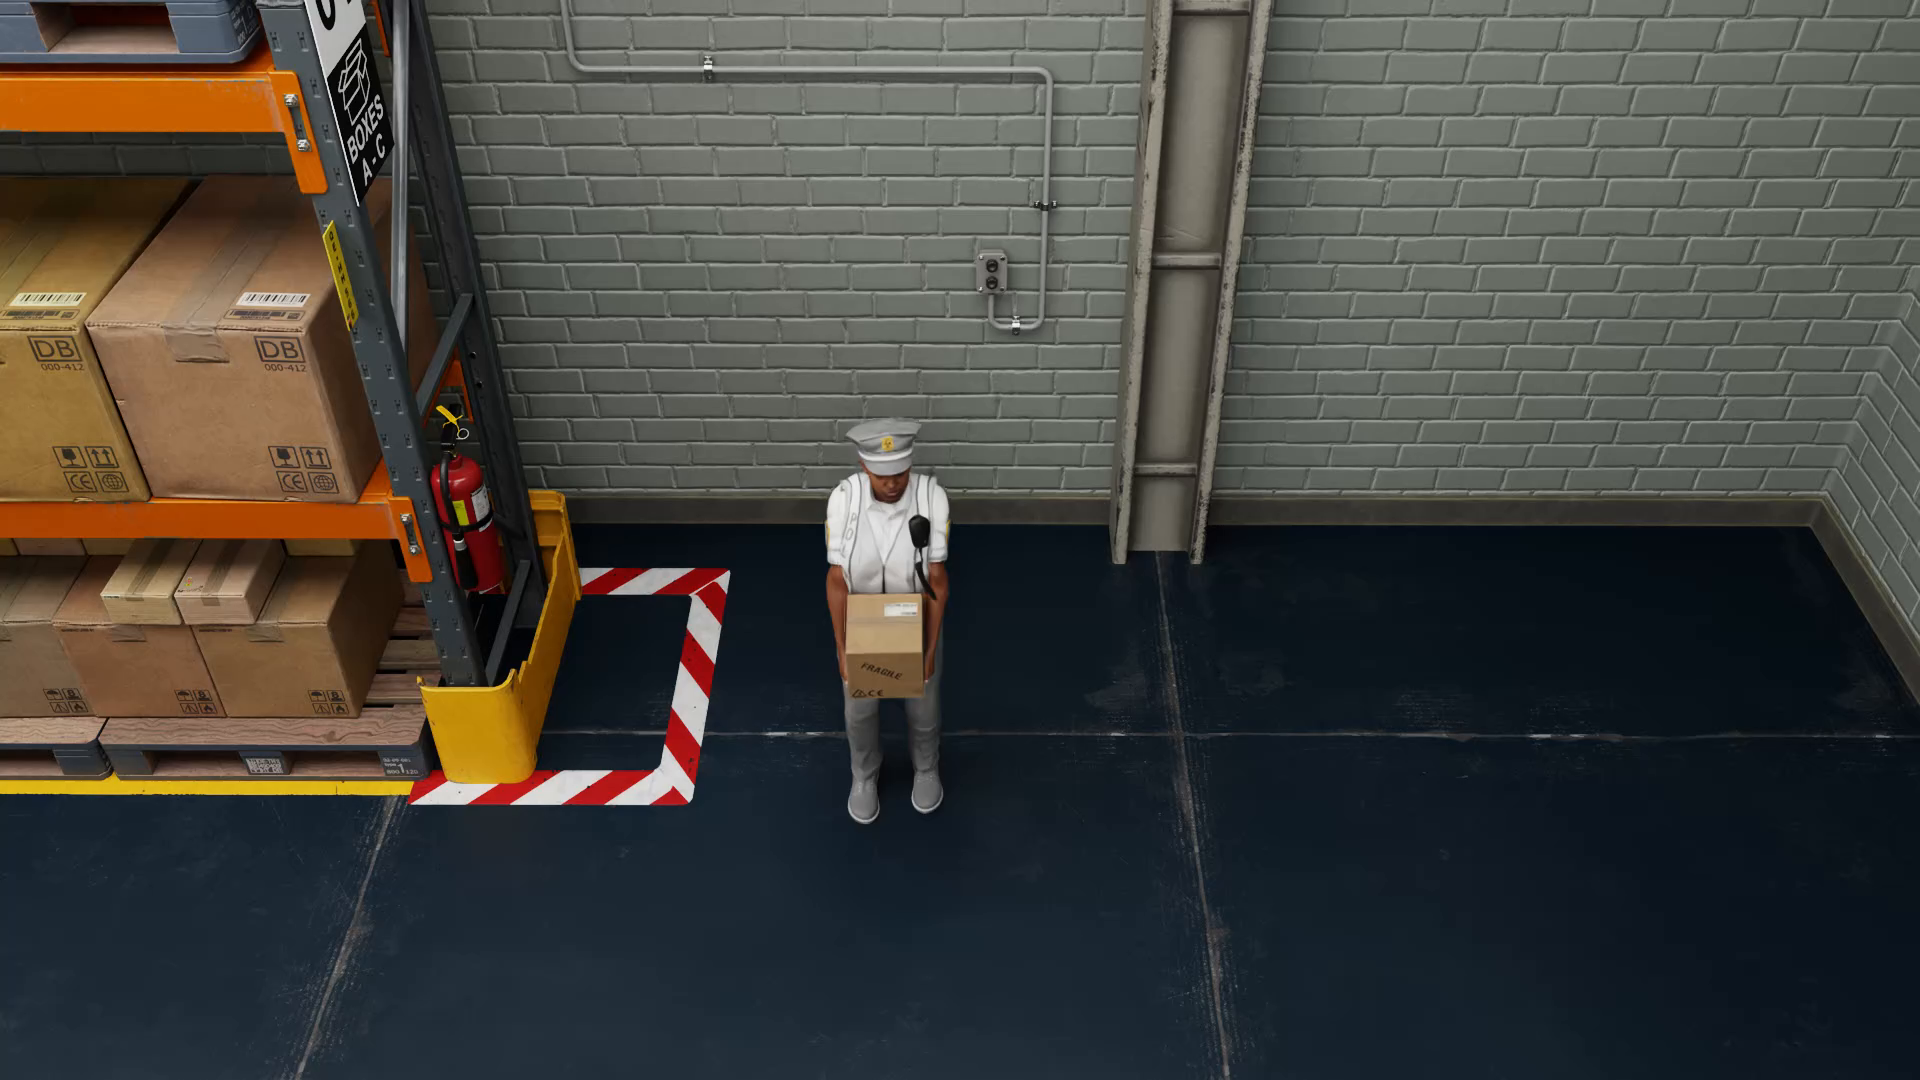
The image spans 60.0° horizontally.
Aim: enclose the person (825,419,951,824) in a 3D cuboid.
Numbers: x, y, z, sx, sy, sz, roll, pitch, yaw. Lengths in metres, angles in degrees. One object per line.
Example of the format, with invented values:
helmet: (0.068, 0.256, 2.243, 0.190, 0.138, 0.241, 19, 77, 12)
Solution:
person: (-5.360, 3.333, 2.025, 10.821, 1.843, 9.929, -1, 40, -1)
